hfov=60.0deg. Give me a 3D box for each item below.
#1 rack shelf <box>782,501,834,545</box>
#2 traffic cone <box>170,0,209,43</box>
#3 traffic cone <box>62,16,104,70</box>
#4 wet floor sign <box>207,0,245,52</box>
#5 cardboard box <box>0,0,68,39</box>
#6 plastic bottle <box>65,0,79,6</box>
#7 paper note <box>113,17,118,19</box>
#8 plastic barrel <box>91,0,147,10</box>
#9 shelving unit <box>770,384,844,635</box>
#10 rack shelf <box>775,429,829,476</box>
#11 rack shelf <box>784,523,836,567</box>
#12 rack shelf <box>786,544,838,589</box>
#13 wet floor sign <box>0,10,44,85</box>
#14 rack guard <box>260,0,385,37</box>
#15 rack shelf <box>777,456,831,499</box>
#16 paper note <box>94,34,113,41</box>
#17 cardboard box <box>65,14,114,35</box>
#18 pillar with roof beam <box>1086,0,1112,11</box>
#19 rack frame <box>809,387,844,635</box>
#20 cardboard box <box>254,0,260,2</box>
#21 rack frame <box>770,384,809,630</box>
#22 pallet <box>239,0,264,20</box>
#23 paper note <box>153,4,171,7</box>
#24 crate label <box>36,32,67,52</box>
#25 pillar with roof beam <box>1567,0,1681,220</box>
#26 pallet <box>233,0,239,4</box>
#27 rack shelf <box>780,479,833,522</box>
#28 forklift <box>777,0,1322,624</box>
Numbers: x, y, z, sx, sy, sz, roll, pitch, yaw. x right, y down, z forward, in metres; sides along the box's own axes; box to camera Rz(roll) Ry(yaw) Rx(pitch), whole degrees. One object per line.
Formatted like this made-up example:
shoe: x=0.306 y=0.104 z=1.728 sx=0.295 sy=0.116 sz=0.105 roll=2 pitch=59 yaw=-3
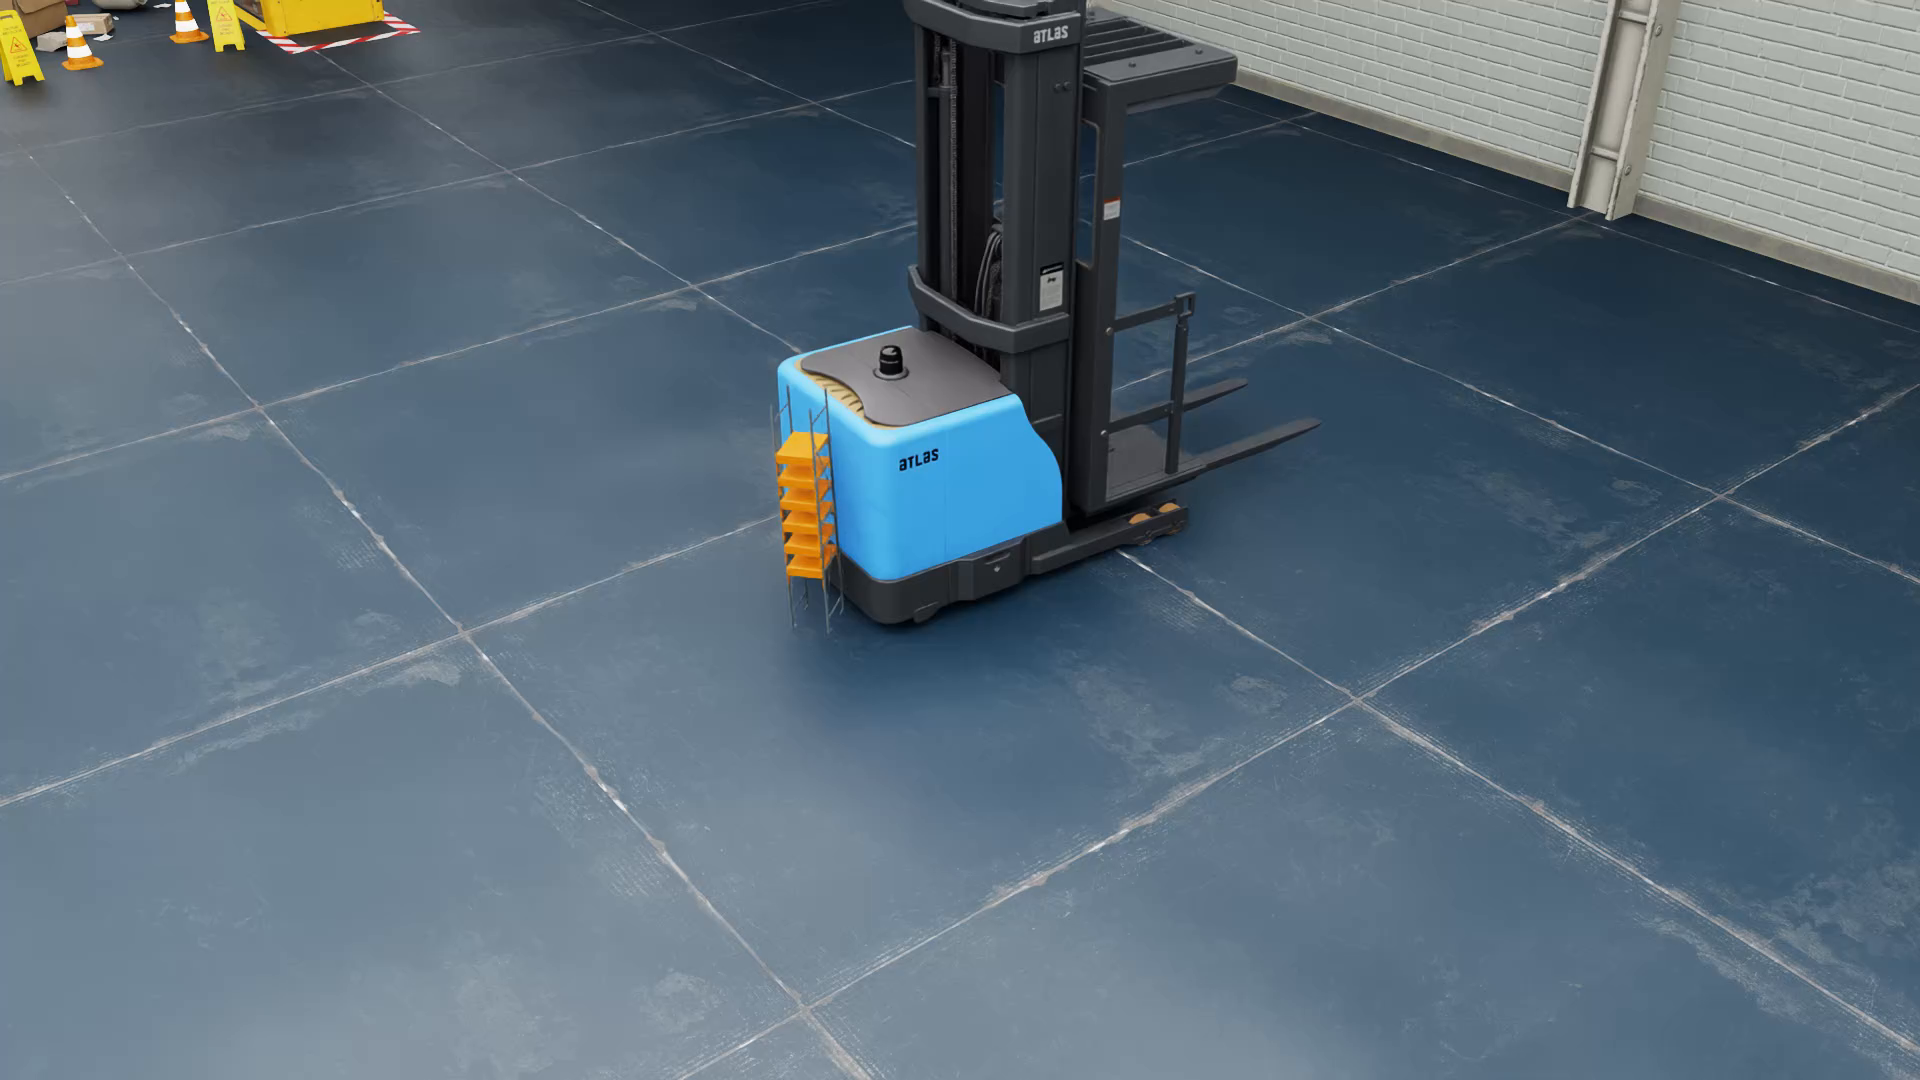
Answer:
rack shelf: x=-0.709 y=-0.091 z=7.835 sx=0.180 sy=0.103 sz=0.258 roll=6 pitch=32 yaw=13
traffic cone: x=-7.886 y=-5.335 z=16.901 sx=0.336 sy=0.463 sz=0.334 roll=-22 pitch=38 yaw=-31
traffic cone: x=-8.554 y=-4.834 z=16.095 sx=0.336 sy=0.463 sz=0.334 roll=-22 pitch=38 yaw=-31
wet floor sign: x=-7.332 y=-5.225 z=16.552 sx=0.267 sy=0.644 sz=0.232 roll=-10 pitch=33 yaw=-15
cardboard box: x=-9.680 y=-5.503 z=17.134 sx=0.637 sy=0.503 sz=0.797 roll=6 pitch=32 yaw=10
plastic bottle: x=-9.746 y=-5.925 z=18.232 sx=0.133 sy=0.061 sz=0.283 roll=-16 pitch=35 yaw=-23
paper note: x=-8.972 y=-5.546 z=17.670 sx=0.032 sy=0.001 sz=0.123 roll=-22 pitch=38 yaw=-31
plastic barrel: x=-9.065 y=-5.927 z=17.893 sx=0.512 sy=0.421 sz=0.421 roll=1 pitch=32 yaw=2
shelving unit: x=-0.710 y=-0.129 z=7.812 sx=0.189 sy=1.200 sz=0.258 roll=6 pitch=32 yaw=13
rack shelf: x=-0.720 y=-0.401 z=7.651 sx=0.180 sy=0.103 sz=0.258 roll=6 pitch=32 yaw=13
rack shelf: x=-0.705 y=0.012 z=7.896 sx=0.180 sy=0.103 sz=0.258 roll=6 pitch=32 yaw=13
rack shelf: x=-0.701 y=0.115 z=7.957 sx=0.180 sy=0.103 sz=0.258 roll=6 pitch=32 yaw=13
wet floor sign: x=-8.869 y=-4.636 z=15.602 sx=0.232 sy=0.644 sz=0.267 roll=26 pitch=40 yaw=35
rack guard: x=-6.650 y=-5.621 z=17.326 sx=1.175 sy=0.500 sz=0.348 roll=-22 pitch=38 yaw=-31
rack shelf: x=-0.716 y=-0.298 z=7.712 sx=0.180 sy=0.103 sz=0.258 roll=6 pitch=32 yaw=13
paper note: x=-8.755 y=-5.140 z=16.996 sx=0.142 sy=0.019 sz=0.148 roll=18 pitch=36 yaw=27
cardboard box: x=-9.002 y=-5.332 z=17.194 sx=0.380 sy=0.149 sz=0.250 roll=-4 pitch=32 yaw=-7
pillar with roof beam: x=-2.121 y=-7.495 z=12.289 sx=9.100 sy=9.000 sz=0.400 roll=-22 pitch=38 yaw=-31
rack frame: x=-0.622 y=-0.120 z=7.791 sx=0.006 sy=1.200 sz=0.240 roll=6 pitch=32 yaw=13
cardboard box: x=-7.326 y=-5.921 z=17.649 sx=0.500 sy=0.250 sz=0.500 roll=-22 pitch=38 yaw=-32
rack frame: x=-0.799 y=-0.139 z=7.833 sx=0.006 sy=1.200 sz=0.240 roll=6 pitch=32 yaw=13
pallet: x=-7.120 y=-5.848 z=17.966 sx=1.003 sy=0.211 sz=1.213 roll=-22 pitch=38 yaw=-31
paper note: x=-8.671 y=-5.819 z=18.090 sx=0.148 sy=0.019 sz=0.142 roll=18 pitch=36 yaw=27
crate label: x=-9.085 y=-5.003 z=16.676 sx=0.298 sy=0.136 sz=0.250 roll=12 pitch=34 yaw=19
pillar with roof beam: x=1.559 y=-4.995 z=8.263 sx=9.100 sy=9.000 sz=0.400 roll=-22 pitch=38 yaw=-31
pallet: x=-7.864 y=-6.356 z=18.784 sx=1.003 sy=0.211 sz=1.213 roll=-22 pitch=38 yaw=-31
rack shelf: x=-0.713 y=-0.194 z=7.773 sx=0.180 sy=0.103 sz=0.258 roll=6 pitch=32 yaw=13
forklift: x=0.604 y=-1.430 z=8.275 sx=3.031 sy=2.935 sz=1.130 roll=-19 pitch=37 yaw=-28
